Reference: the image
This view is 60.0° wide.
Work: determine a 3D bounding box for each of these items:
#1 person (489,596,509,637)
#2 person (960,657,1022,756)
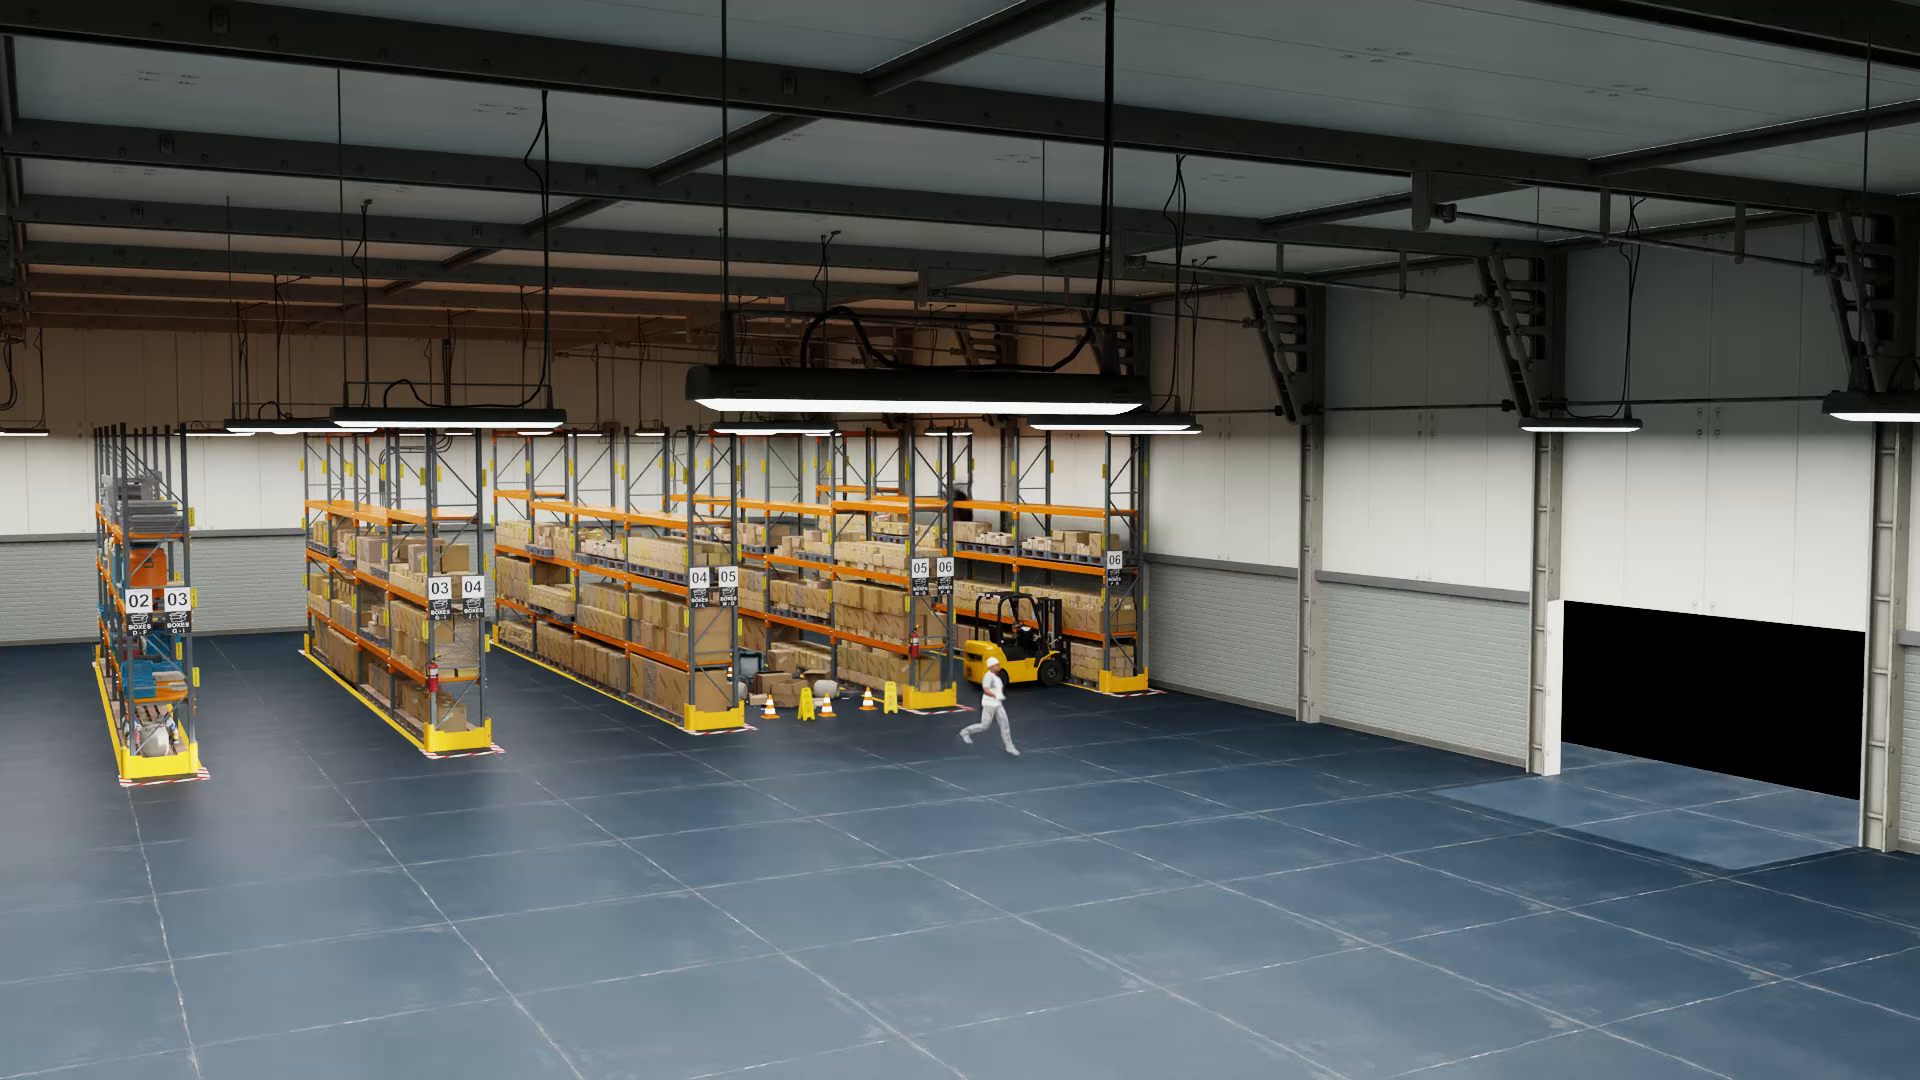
[{"bbox_3d":[-13.301,1.990,48.153,0.826,1.679,0.692,-1,4,-12],"label":"person"},{"bbox_3d":[0.549,3.016,30.186,1.160,1.781,0.648,1,4,23],"label":"person"}]
